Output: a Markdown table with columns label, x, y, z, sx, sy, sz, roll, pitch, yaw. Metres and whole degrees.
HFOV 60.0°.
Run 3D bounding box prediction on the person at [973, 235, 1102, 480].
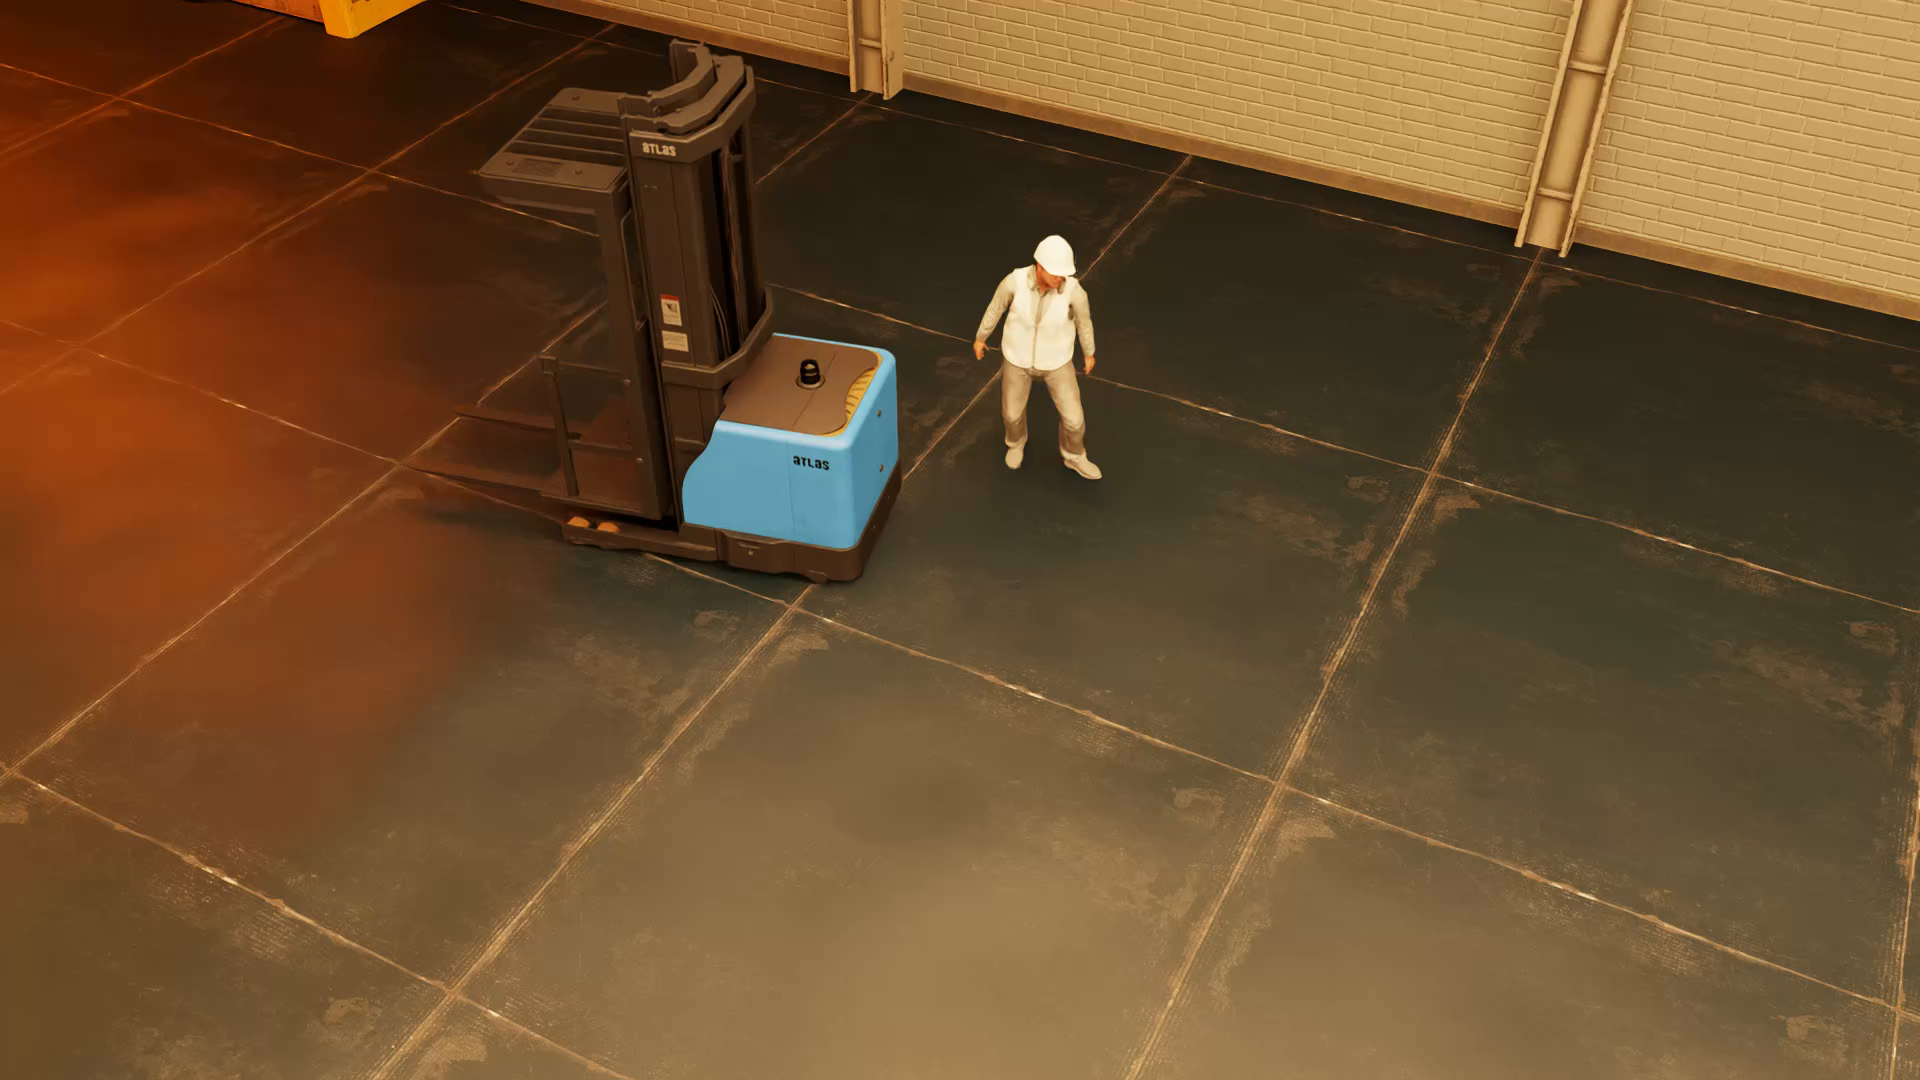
| label | x | y | z | sx | sy | sz | roll | pitch | yaw |
| --- | --- | --- | --- | --- | --- | --- | --- | --- | --- |
| person | 0.500 | -1.137 | 10.297 | 0.867 | 1.739 | 0.467 | 7 | 41 | 8 |

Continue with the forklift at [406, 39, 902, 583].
| label | x | y | z | sx | sy | sz | roll | pitch | yaw |
| --- | --- | --- | --- | --- | --- | --- | --- | --- | --- |
| forklift | -1.945 | -1.381 | 9.627 | 3.031 | 2.935 | 1.130 | 10 | 41 | 11 |
